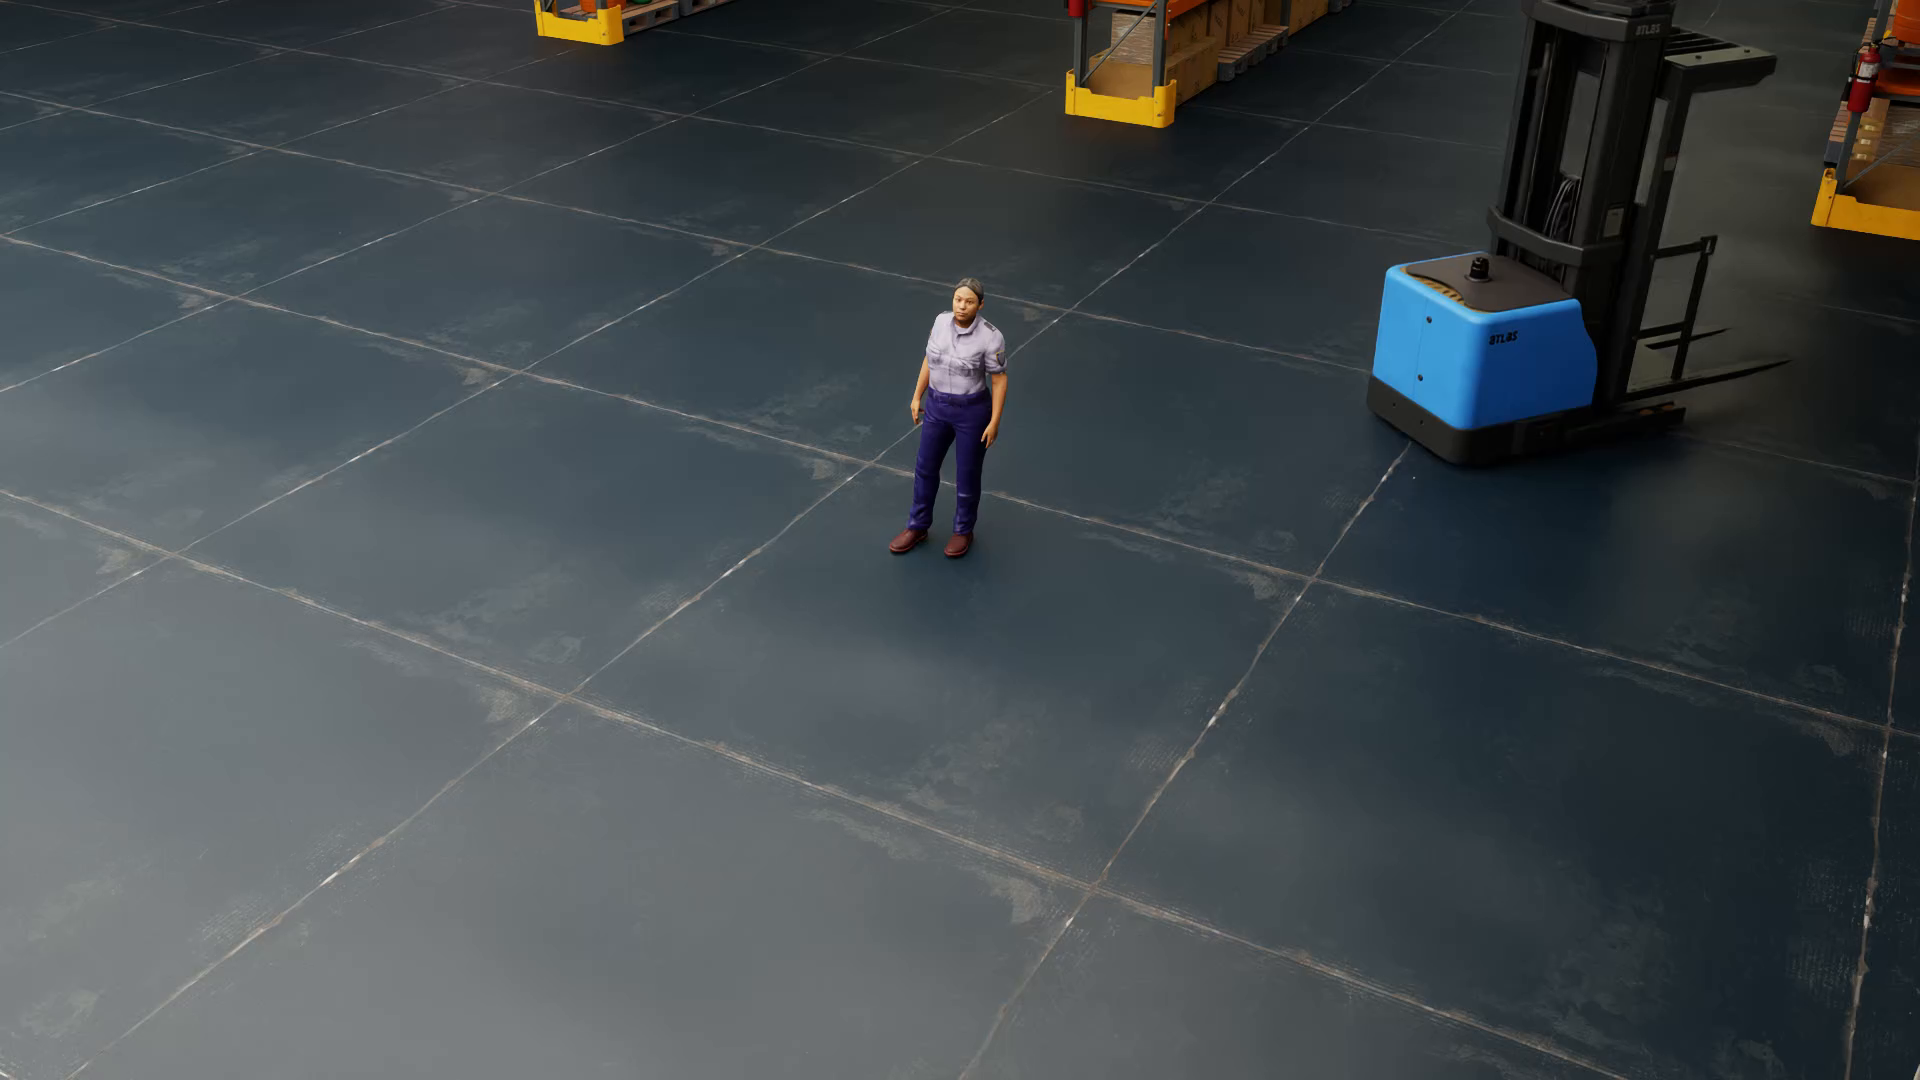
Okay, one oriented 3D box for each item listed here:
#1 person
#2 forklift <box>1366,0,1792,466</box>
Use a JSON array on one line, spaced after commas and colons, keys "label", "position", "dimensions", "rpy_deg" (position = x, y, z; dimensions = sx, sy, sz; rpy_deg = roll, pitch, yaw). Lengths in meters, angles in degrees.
[{"label": "person", "position": [-0.064, -0.686, 9.529], "dimensions": [0.598, 1.651, 0.502], "rpy_deg": [15, 33, 25]}, {"label": "forklift", "position": [4.366, -2.215, 10.908], "dimensions": [3.031, 2.935, 1.130], "rpy_deg": [-12, 32, -20]}]
